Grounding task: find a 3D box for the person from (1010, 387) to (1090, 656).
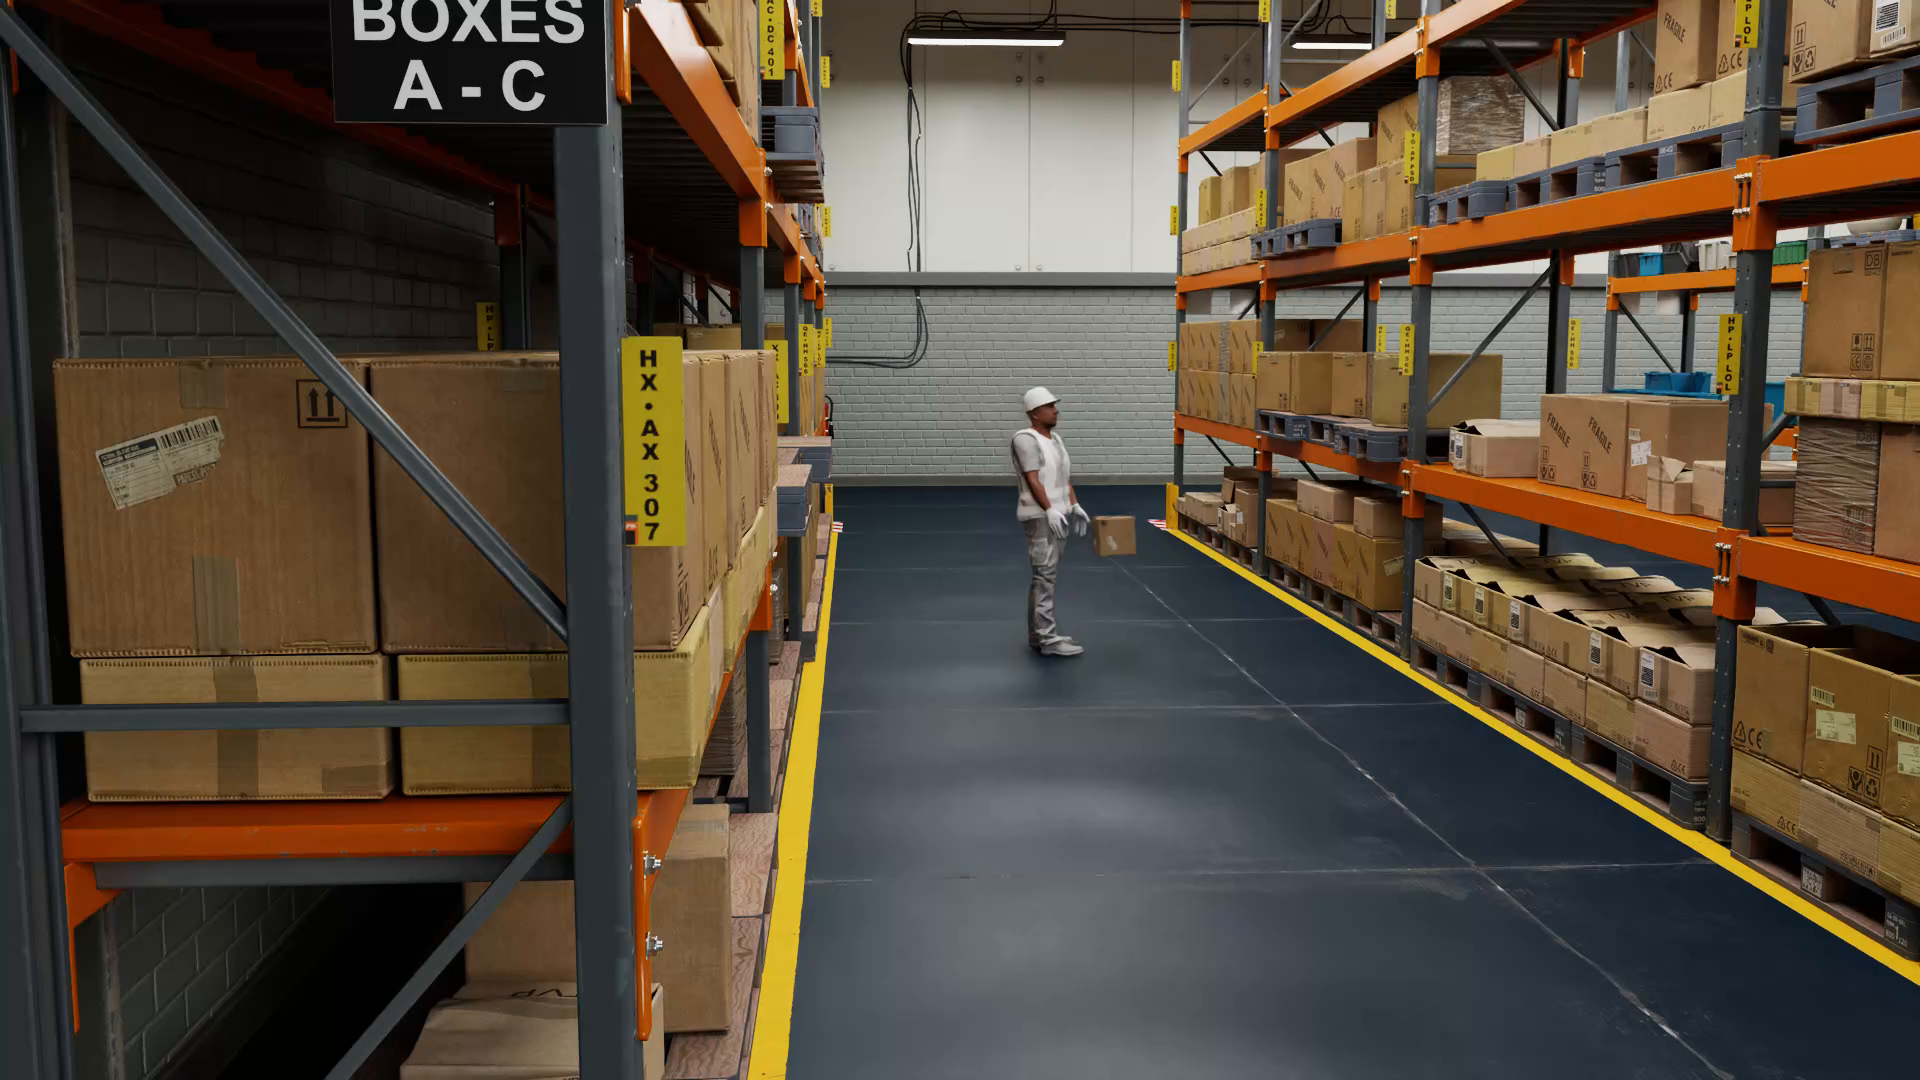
[{"bbox_3d":[0.657,-0.137,11.242,0.559,1.787,0.563,3,8,26],"label":"person"}]
